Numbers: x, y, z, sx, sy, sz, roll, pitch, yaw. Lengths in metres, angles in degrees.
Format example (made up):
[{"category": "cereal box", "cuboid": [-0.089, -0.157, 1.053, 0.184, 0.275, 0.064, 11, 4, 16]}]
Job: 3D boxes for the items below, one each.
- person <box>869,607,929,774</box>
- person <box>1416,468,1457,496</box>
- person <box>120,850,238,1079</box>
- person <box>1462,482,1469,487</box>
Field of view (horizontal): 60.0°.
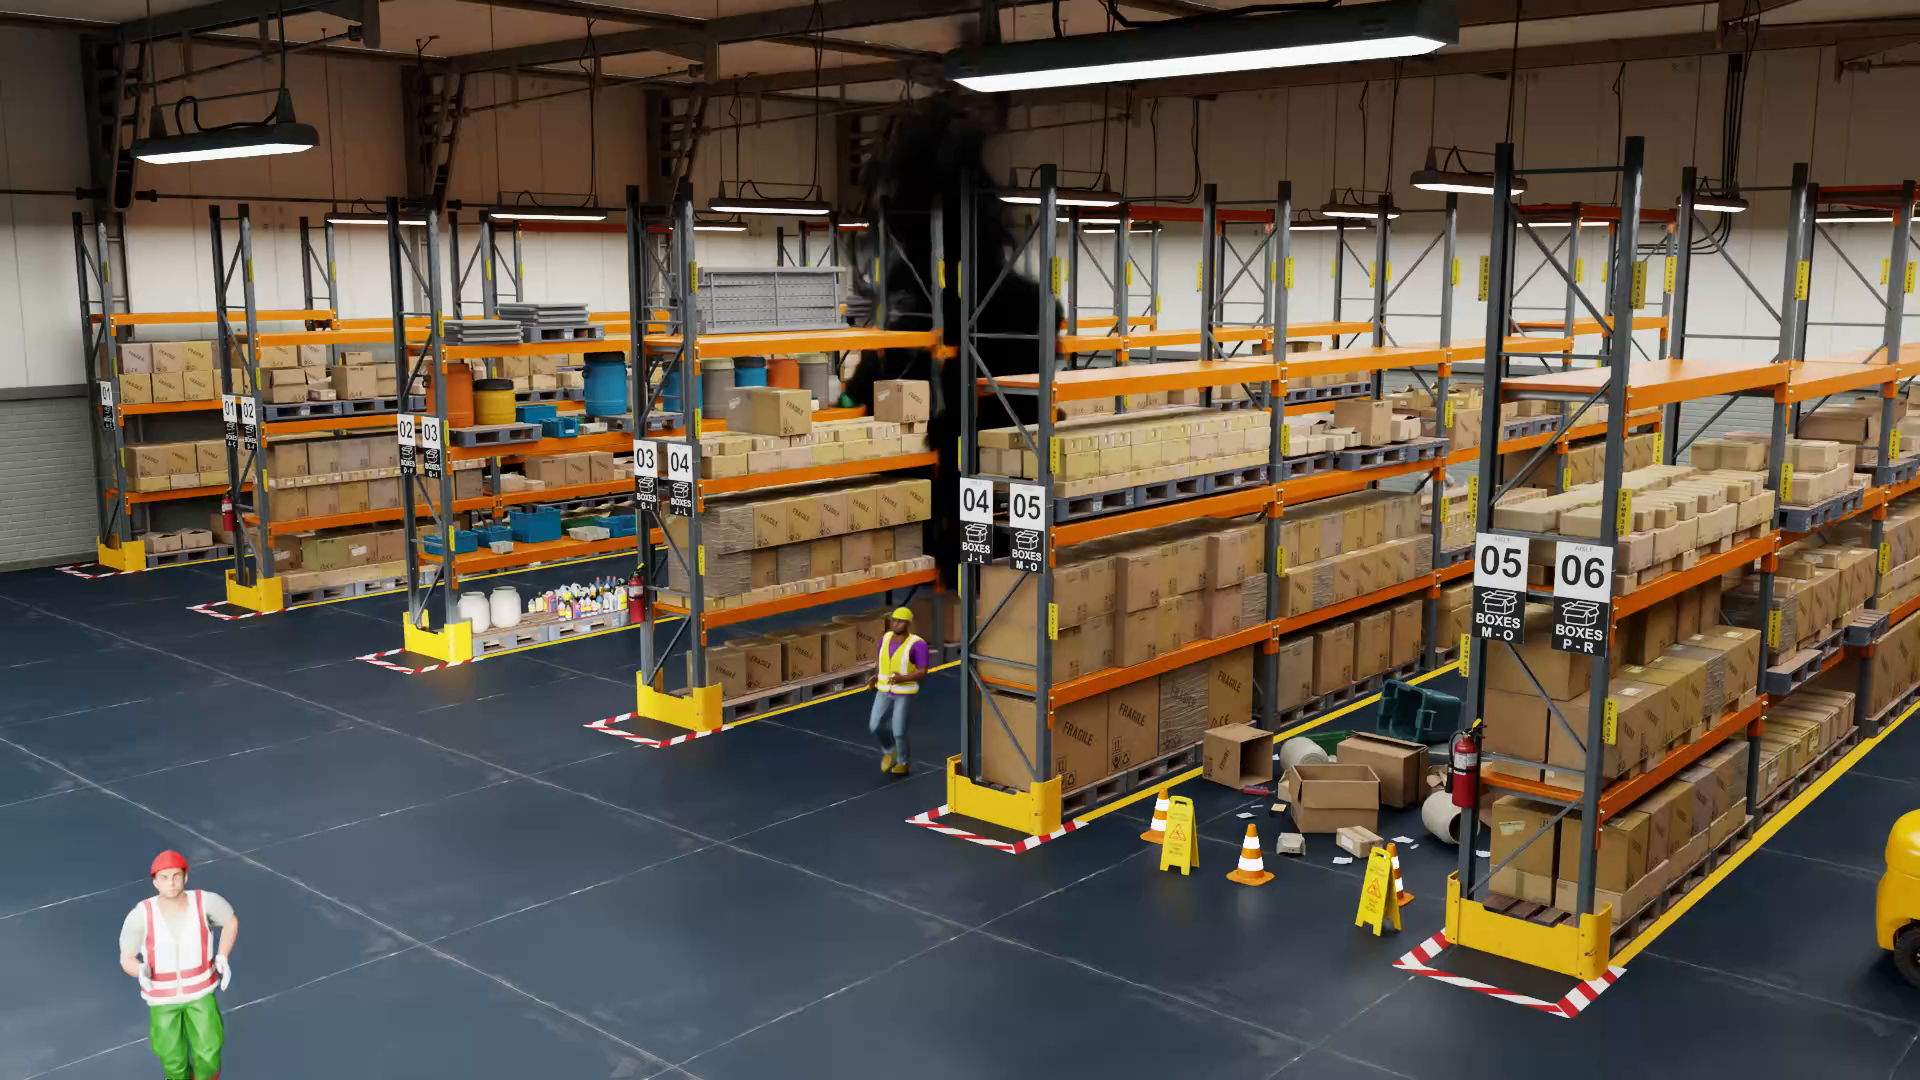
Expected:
[{"category": "person", "cuboid": [-0.649, 1.527, 16.781, 0.680, 1.718, 0.600, 5, 11, 26]}, {"category": "person", "cuboid": [8.384, -0.578, 29.333, 0.743, 1.759, 0.861, 3, 10, 20]}, {"category": "person", "cuboid": [-4.556, 2.693, 9.759, 0.639, 1.756, 0.609, -4, 10, -24]}, {"category": "person", "cuboid": [8.309, -0.134, 27.115, 0.601, 1.662, 0.592, -8, 12, -40]}]
